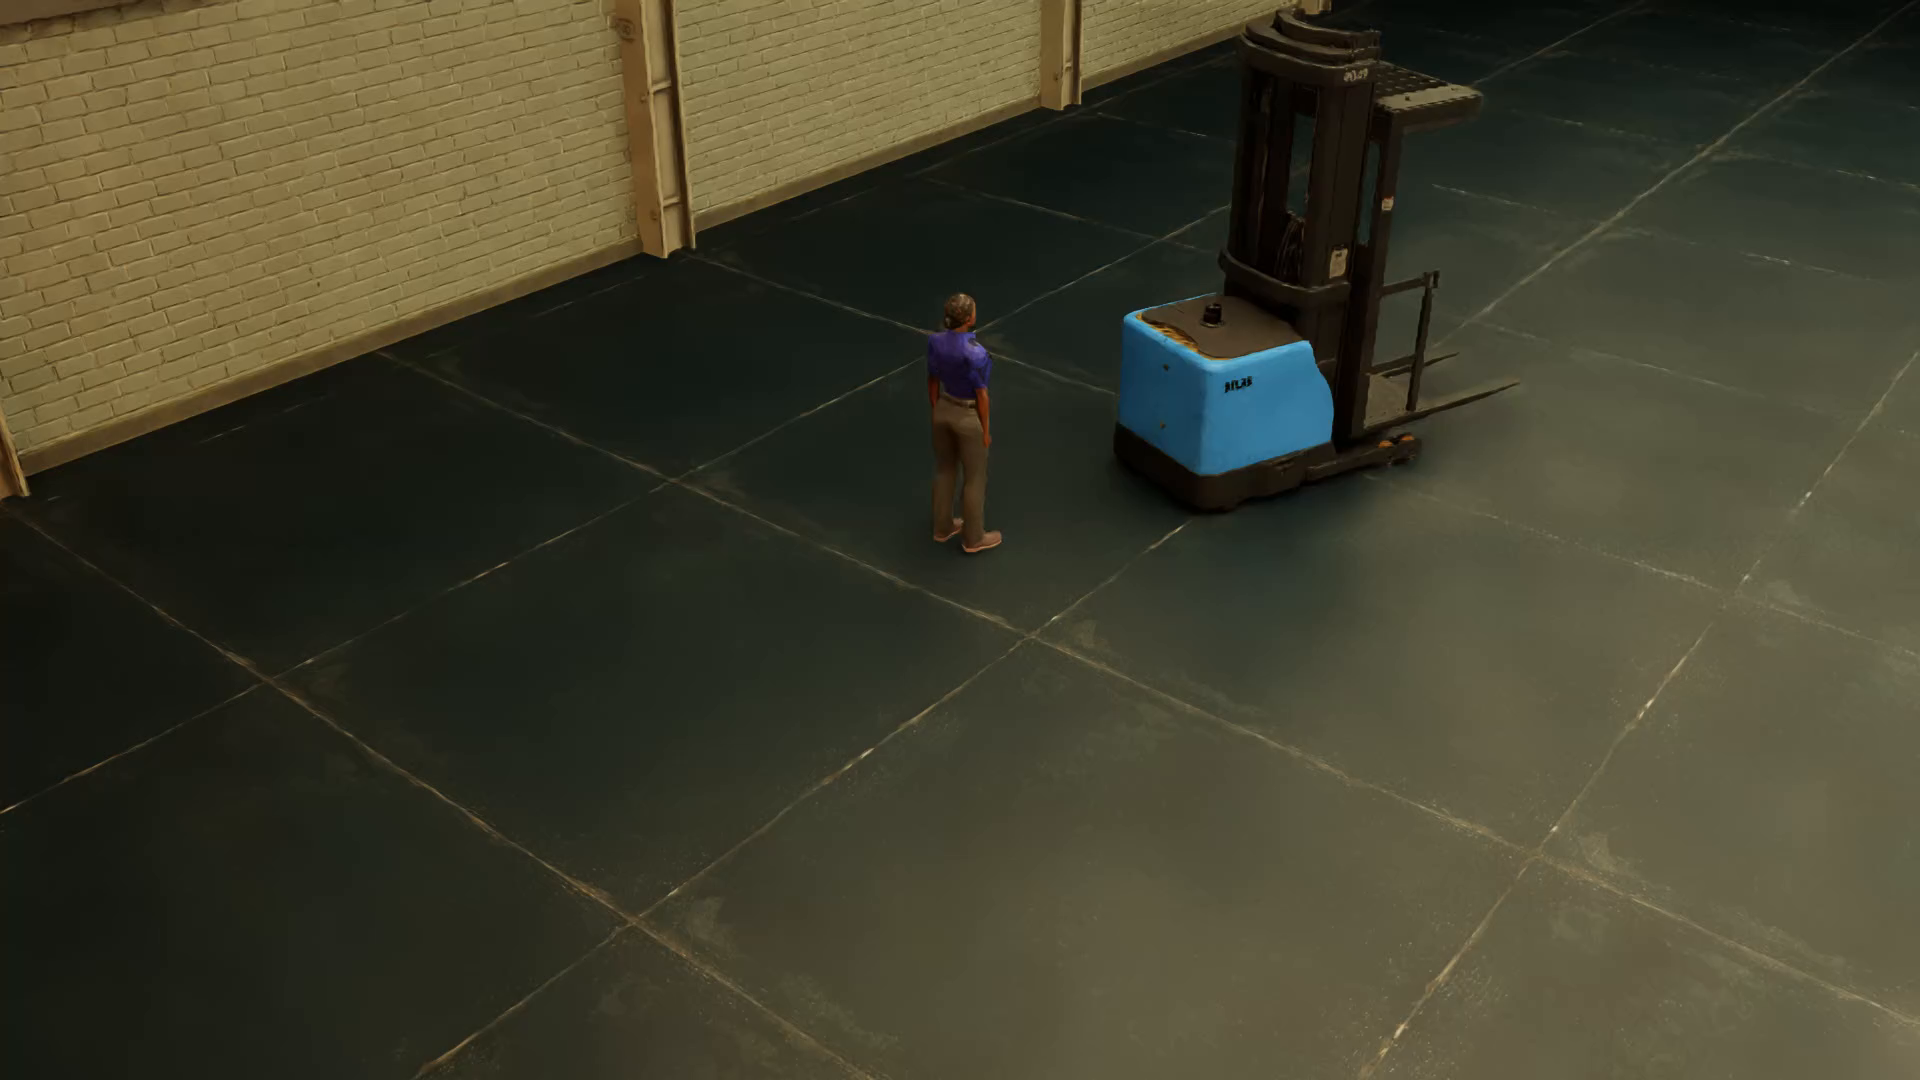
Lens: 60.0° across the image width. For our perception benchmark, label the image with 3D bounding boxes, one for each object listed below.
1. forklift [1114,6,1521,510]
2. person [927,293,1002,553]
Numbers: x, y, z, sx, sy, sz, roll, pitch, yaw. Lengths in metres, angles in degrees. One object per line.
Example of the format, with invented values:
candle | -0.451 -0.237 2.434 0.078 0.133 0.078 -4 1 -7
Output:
forklift | 2.588 -1.991 11.002 3.031 2.935 1.130 -16 34 -26
person | 0.020 -0.722 10.094 0.446 1.662 0.320 22 37 33
